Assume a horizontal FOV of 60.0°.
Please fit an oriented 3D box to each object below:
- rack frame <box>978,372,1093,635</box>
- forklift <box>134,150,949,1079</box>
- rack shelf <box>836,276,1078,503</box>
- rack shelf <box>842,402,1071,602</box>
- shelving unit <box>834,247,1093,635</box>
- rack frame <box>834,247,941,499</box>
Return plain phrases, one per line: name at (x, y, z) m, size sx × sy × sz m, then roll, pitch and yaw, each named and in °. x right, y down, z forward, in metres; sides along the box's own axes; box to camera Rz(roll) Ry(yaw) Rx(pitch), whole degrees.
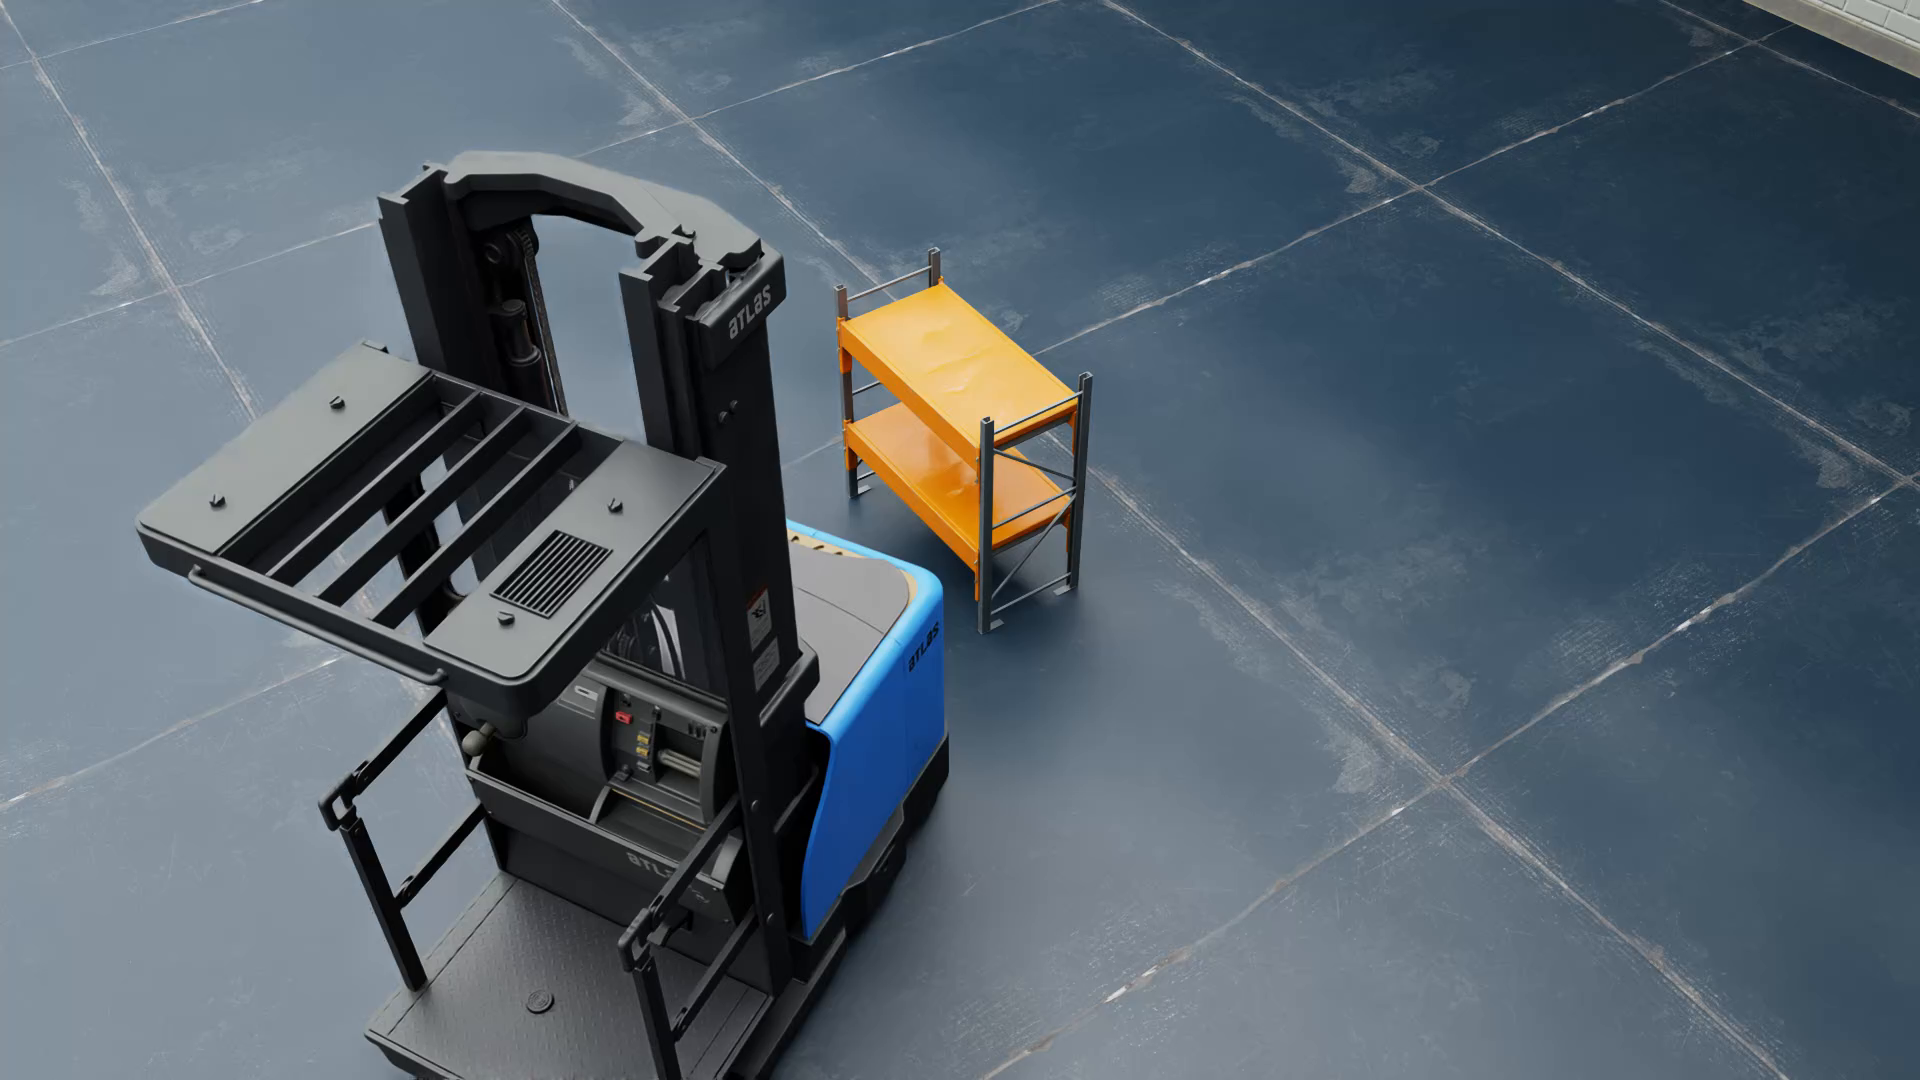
rack frame at (0.287, -0.123, 6.555) m, size 0.500 × 1.125 × 0.032 m, roll -26°, pitch 49°, yaw -24°
forklift at (-1.155, 0.591, 4.499) m, size 1.130 × 2.935 × 3.031 m, roll 19°, pitch 47°, yaw 19°
rack shelf at (-0.004, -0.622, 6.654) m, size 0.538 × 0.278 × 1.000 m, roll -26°, pitch 49°, yaw -24°
rack shelf at (-0.004, -0.234, 7.025) m, size 0.538 × 0.278 × 1.000 m, roll -26°, pitch 49°, yaw -24°
shelving unit at (-0.004, -0.411, 6.857) m, size 0.538 × 1.125 × 1.048 m, roll -26°, pitch 49°, yaw -24°
rack frame at (-0.295, -0.699, 7.158) m, size 0.500 × 1.125 × 0.032 m, roll -26°, pitch 49°, yaw -24°
